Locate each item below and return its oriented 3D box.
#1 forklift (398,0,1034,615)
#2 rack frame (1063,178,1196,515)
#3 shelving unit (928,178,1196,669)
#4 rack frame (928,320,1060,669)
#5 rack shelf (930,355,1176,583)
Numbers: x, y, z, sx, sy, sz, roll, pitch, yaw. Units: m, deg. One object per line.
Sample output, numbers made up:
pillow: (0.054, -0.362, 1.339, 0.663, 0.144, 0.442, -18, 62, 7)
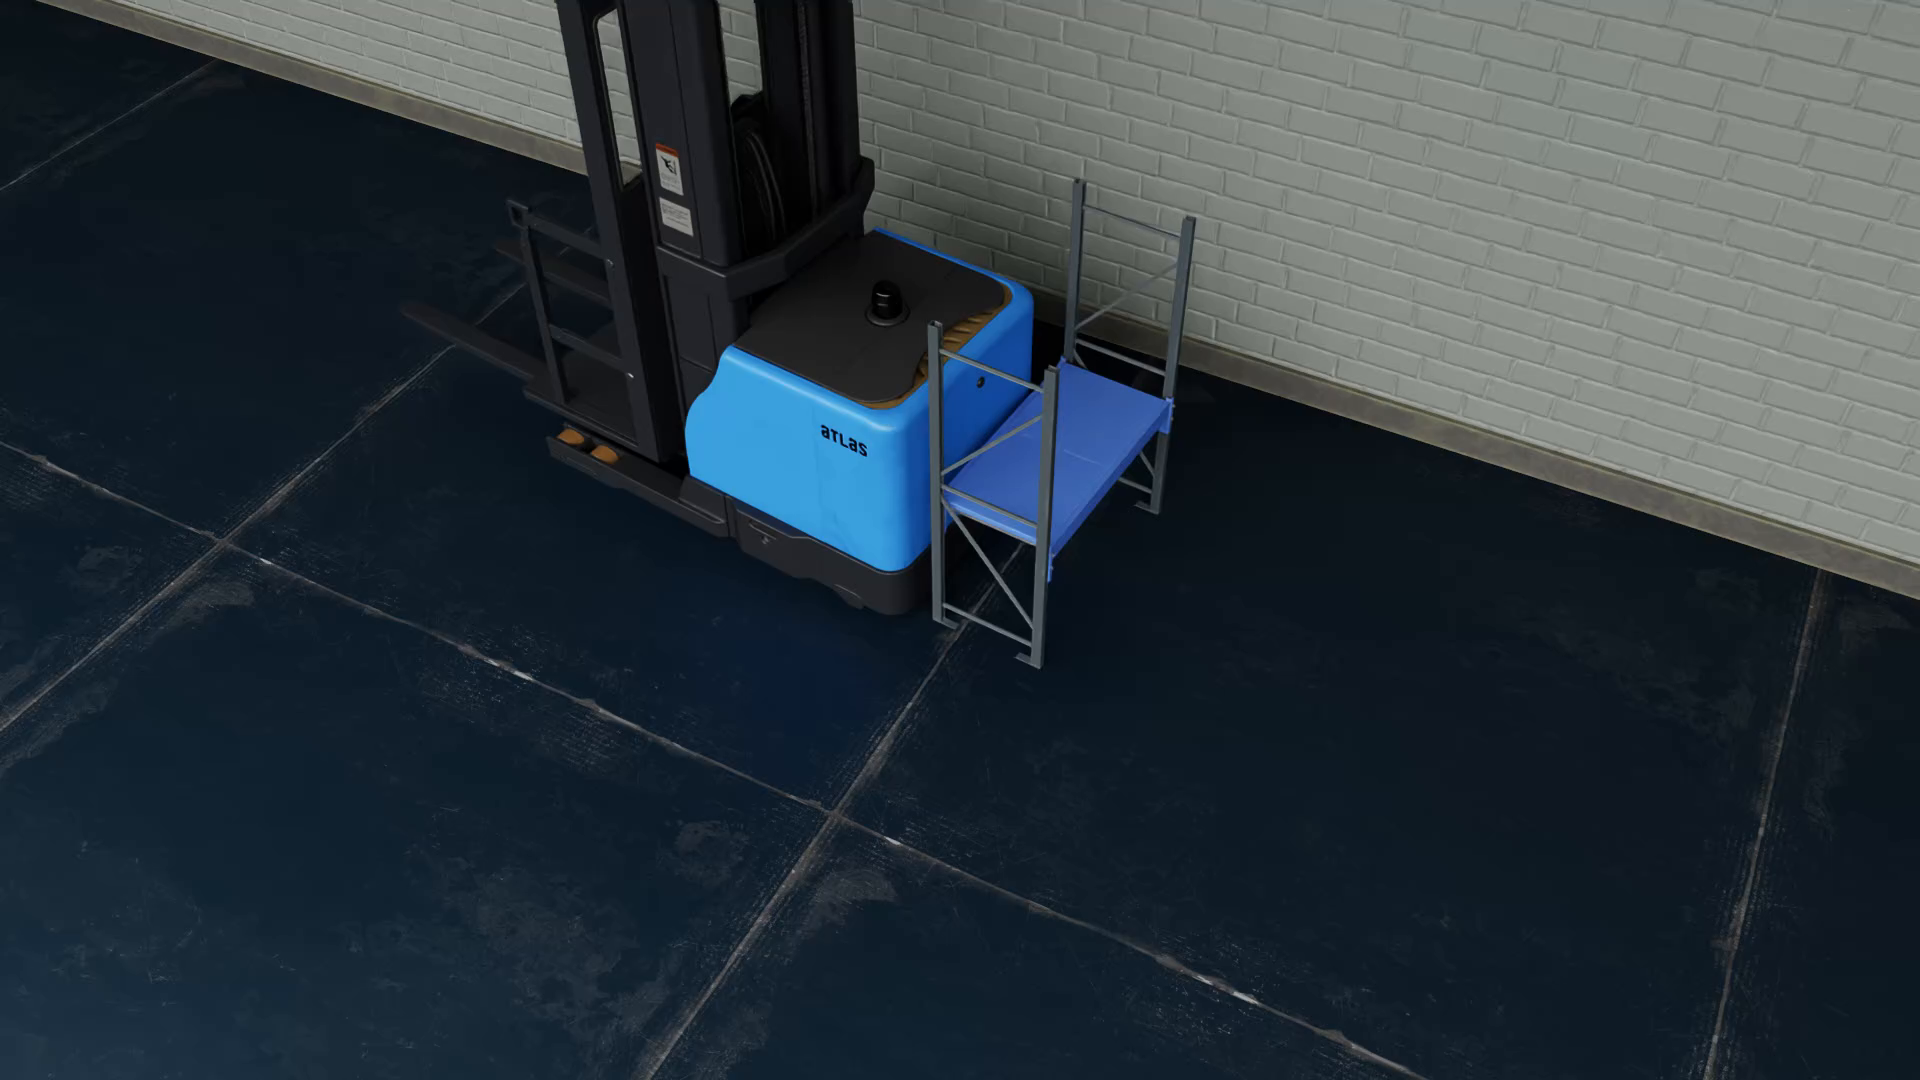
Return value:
forklift: (-1.201, -1.562, 6.513, 3.031, 2.935, 1.130, 26, 51, 23)
rack frame: (0.645, -0.736, 6.703, 0.500, 1.500, 0.032, 24, 50, 22)
shelving unit: (0.377, -0.429, 6.399, 0.538, 1.500, 1.048, 24, 50, 22)
rack frame: (0.109, -0.122, 6.096, 0.500, 1.500, 0.032, 24, 50, 22)
rack shelf: (0.377, -0.303, 6.527, 0.538, 0.185, 1.000, 24, 50, 22)
